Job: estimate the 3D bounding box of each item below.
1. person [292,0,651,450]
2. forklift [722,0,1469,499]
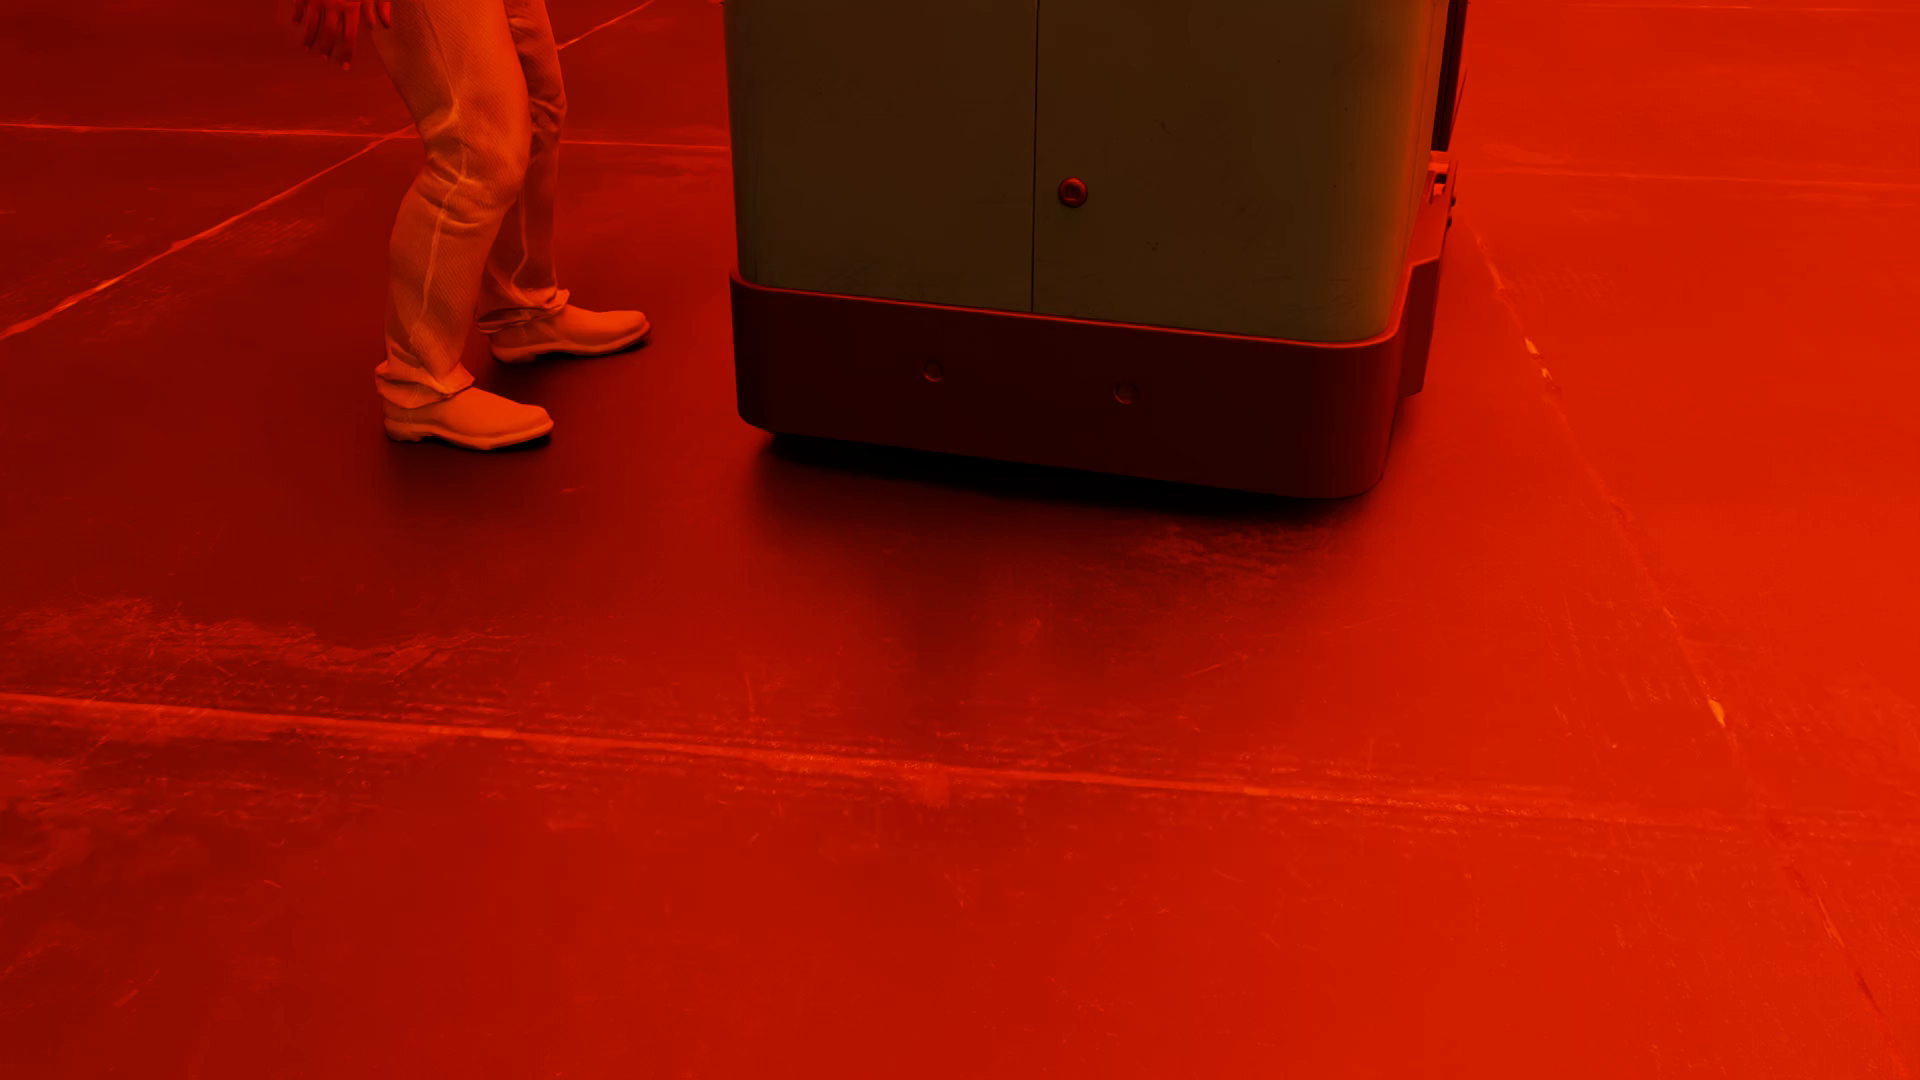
[{"bbox_3d":[-0.805,-1.013,2.583,0.414,1.740,0.816,0,27,-1],"label":"person"},{"bbox_3d":[0.559,-2.009,3.244,1.130,2.935,3.031,8,28,16],"label":"forklift"}]
